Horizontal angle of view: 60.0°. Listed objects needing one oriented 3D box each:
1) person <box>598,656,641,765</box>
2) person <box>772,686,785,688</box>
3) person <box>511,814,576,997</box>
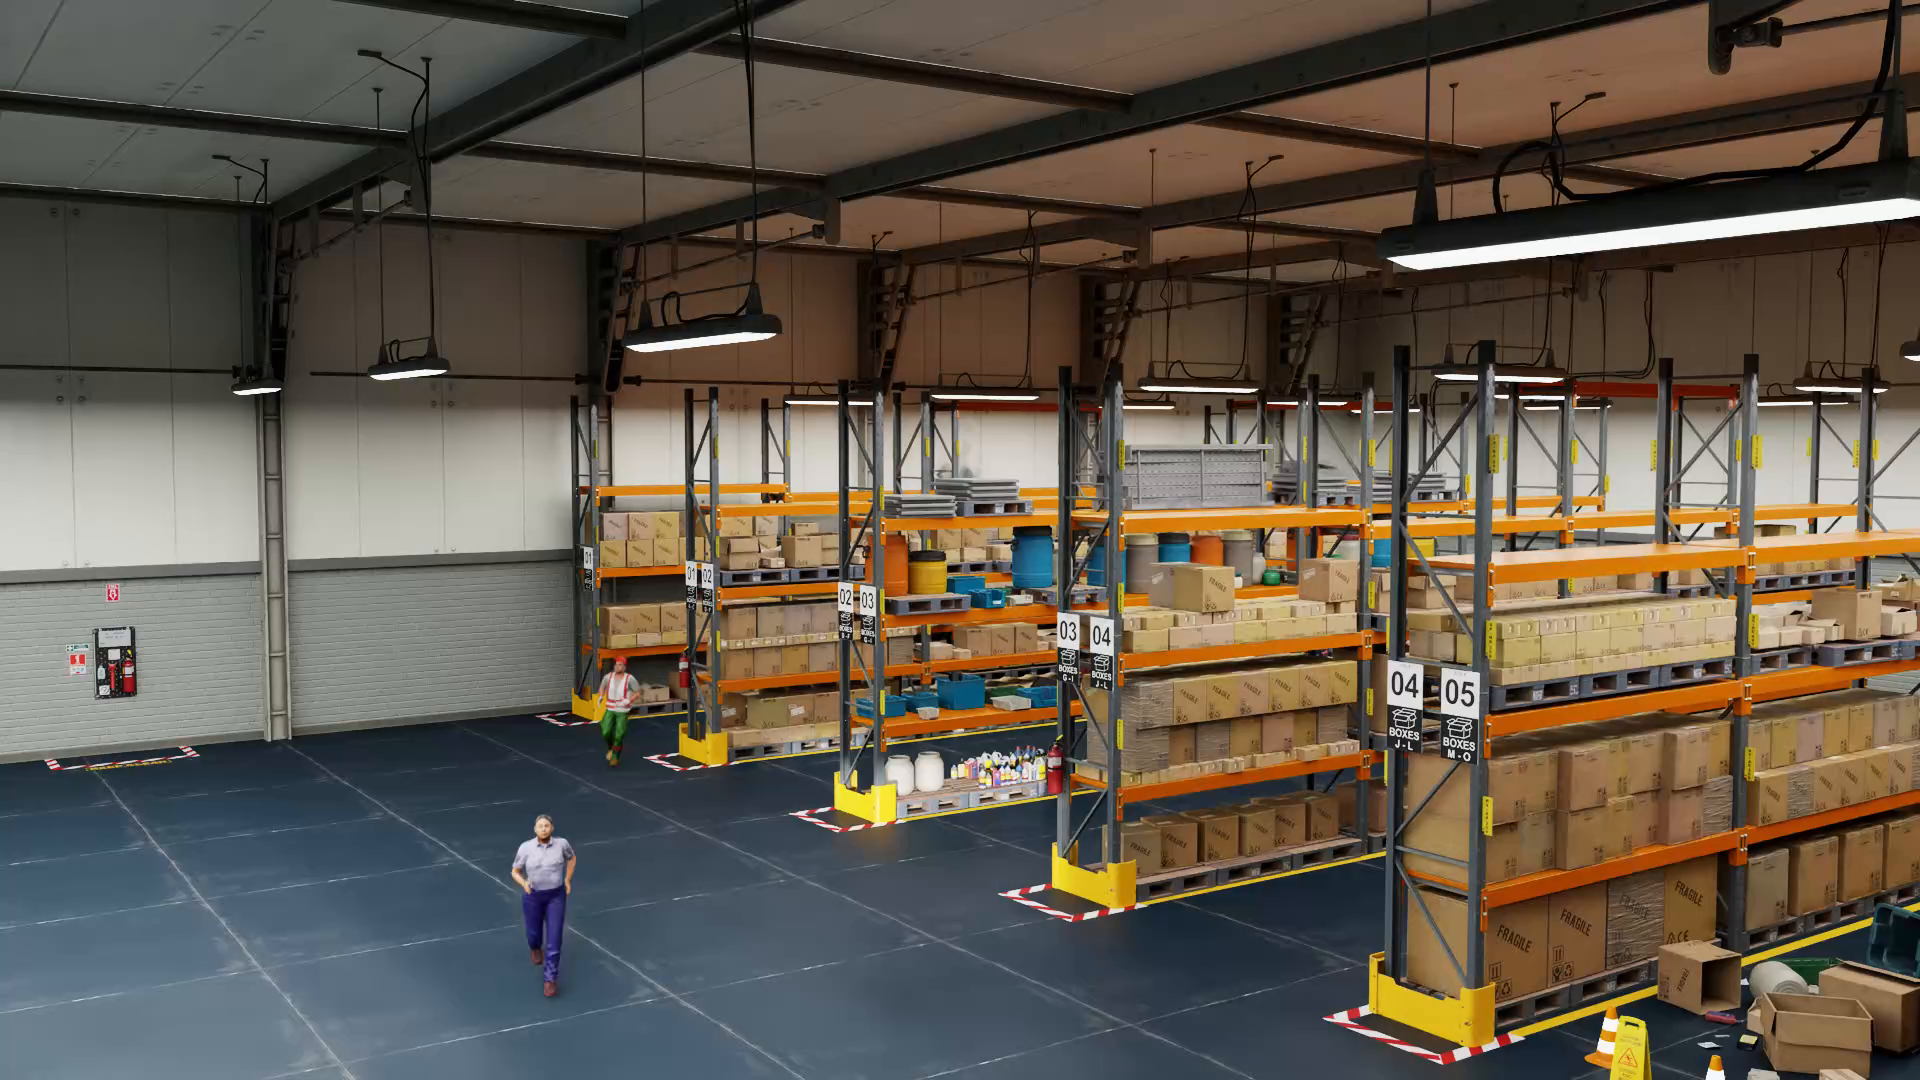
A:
[{"bbox_3d":[-5.413,2.704,26.319,0.692,1.734,0.519,0,3,5],"label":"person"},{"bbox_3d":[-3.151,2.535,29.379,0.671,1.728,0.597,3,5,45],"label":"person"},{"bbox_3d":[-3.927,3.406,15.739,0.607,1.639,0.829,-1,4,-17],"label":"person"}]
